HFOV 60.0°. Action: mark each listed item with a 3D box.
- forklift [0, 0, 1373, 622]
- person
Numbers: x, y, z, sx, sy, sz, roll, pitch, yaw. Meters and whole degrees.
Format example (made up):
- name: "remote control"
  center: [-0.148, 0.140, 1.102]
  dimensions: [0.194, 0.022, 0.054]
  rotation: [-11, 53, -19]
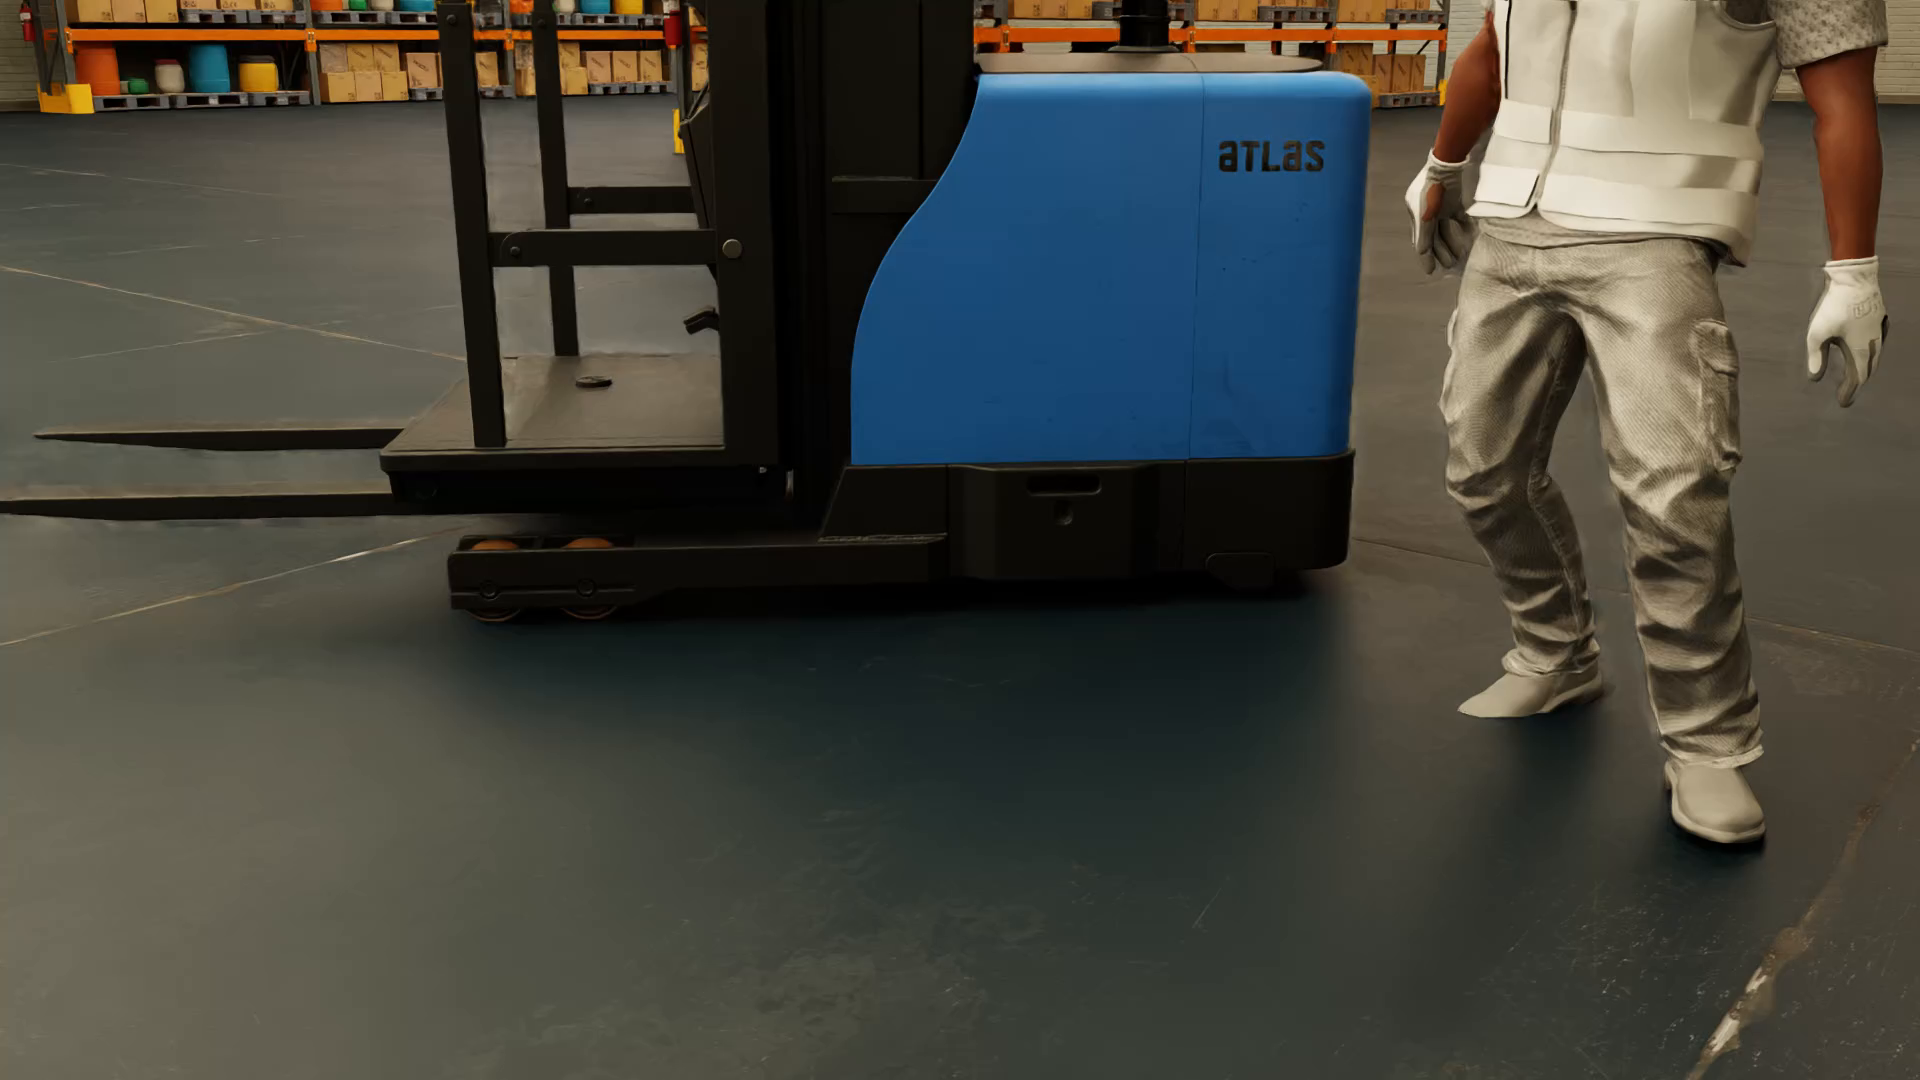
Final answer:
- name: "forklift"
  center: [-0.707, -1.394, 3.489]
  dimensions: [3.031, 2.935, 1.130]
  rotation: [-1, 17, -4]
- name: "person"
  center: [1.004, -0.463, 2.592]
  dimensions: [0.483, 1.753, 0.878]
  rotation: [-10, 19, -29]
